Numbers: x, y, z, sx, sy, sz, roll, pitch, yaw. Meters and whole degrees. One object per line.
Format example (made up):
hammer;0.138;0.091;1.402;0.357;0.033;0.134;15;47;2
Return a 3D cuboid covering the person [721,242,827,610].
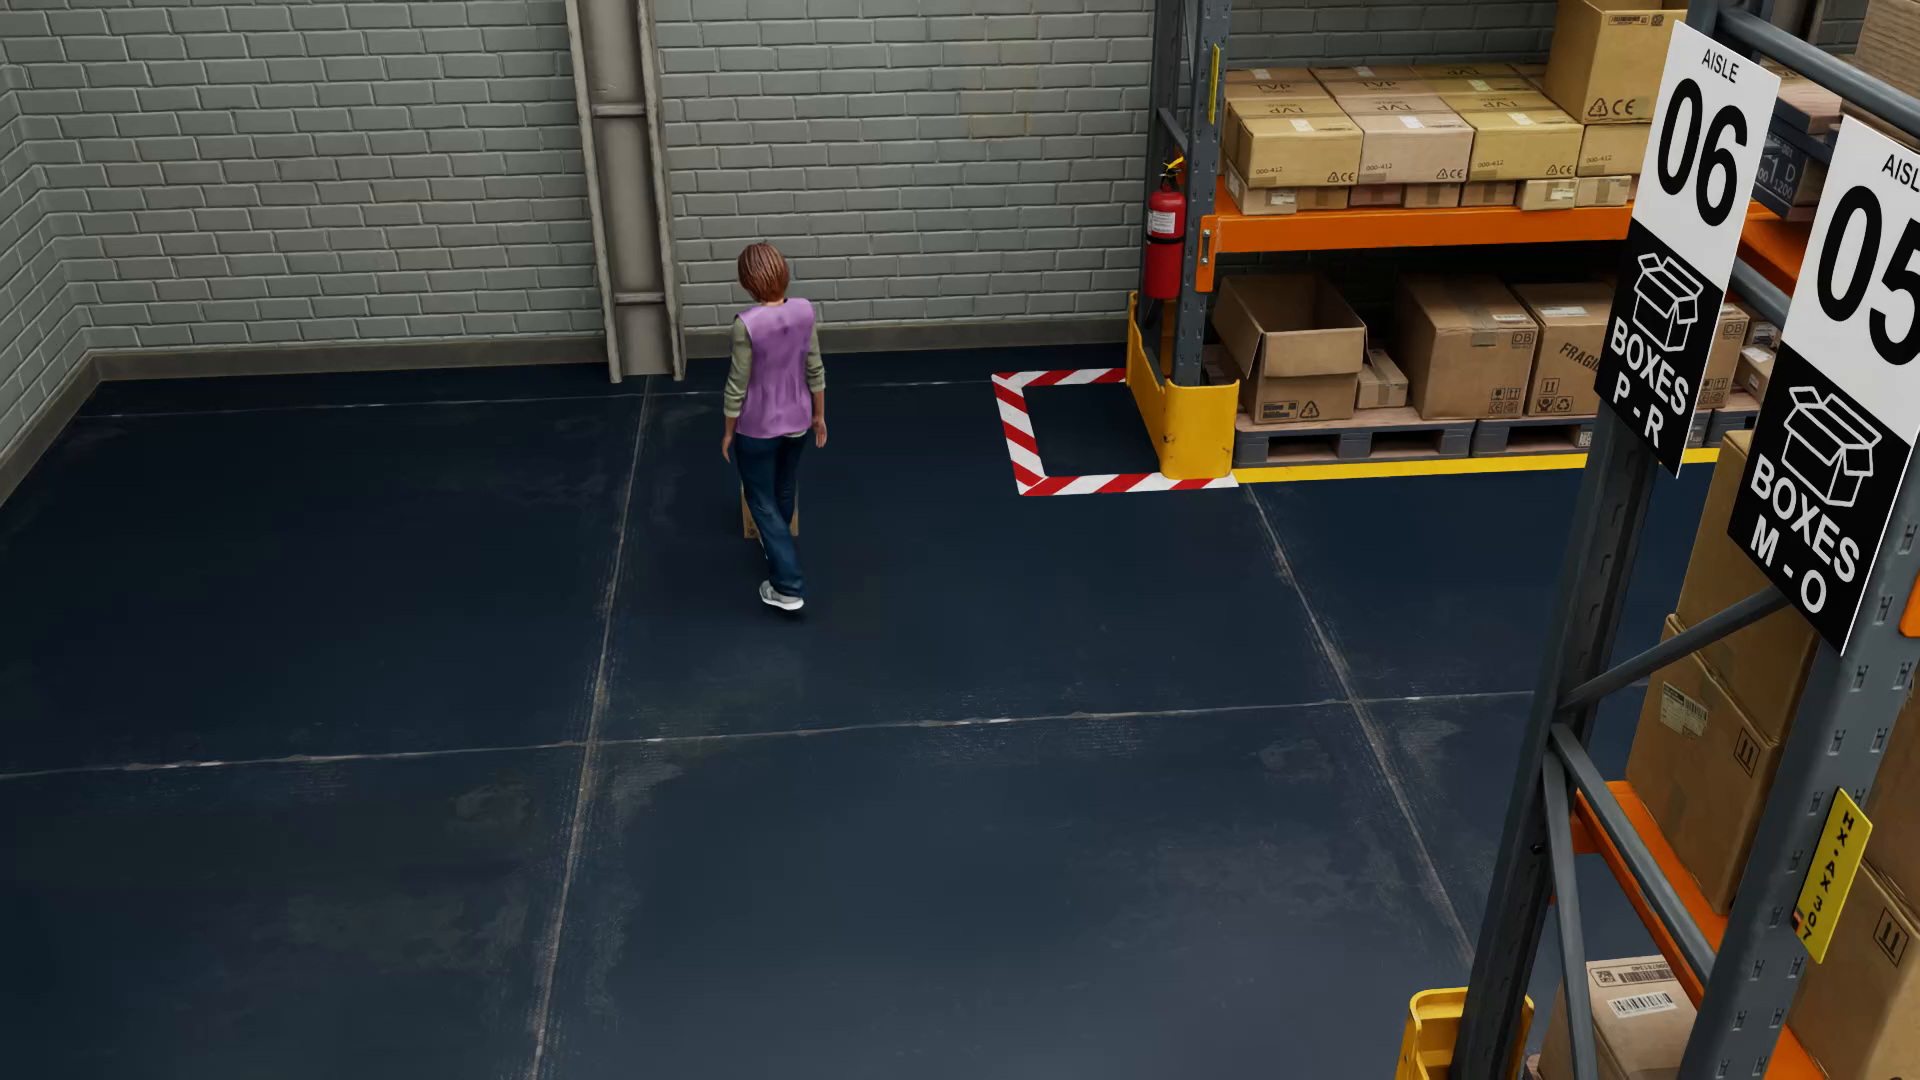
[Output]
person;-0.809;-0.494;6.937;0.448;1.549;0.694;-19;36;-28
